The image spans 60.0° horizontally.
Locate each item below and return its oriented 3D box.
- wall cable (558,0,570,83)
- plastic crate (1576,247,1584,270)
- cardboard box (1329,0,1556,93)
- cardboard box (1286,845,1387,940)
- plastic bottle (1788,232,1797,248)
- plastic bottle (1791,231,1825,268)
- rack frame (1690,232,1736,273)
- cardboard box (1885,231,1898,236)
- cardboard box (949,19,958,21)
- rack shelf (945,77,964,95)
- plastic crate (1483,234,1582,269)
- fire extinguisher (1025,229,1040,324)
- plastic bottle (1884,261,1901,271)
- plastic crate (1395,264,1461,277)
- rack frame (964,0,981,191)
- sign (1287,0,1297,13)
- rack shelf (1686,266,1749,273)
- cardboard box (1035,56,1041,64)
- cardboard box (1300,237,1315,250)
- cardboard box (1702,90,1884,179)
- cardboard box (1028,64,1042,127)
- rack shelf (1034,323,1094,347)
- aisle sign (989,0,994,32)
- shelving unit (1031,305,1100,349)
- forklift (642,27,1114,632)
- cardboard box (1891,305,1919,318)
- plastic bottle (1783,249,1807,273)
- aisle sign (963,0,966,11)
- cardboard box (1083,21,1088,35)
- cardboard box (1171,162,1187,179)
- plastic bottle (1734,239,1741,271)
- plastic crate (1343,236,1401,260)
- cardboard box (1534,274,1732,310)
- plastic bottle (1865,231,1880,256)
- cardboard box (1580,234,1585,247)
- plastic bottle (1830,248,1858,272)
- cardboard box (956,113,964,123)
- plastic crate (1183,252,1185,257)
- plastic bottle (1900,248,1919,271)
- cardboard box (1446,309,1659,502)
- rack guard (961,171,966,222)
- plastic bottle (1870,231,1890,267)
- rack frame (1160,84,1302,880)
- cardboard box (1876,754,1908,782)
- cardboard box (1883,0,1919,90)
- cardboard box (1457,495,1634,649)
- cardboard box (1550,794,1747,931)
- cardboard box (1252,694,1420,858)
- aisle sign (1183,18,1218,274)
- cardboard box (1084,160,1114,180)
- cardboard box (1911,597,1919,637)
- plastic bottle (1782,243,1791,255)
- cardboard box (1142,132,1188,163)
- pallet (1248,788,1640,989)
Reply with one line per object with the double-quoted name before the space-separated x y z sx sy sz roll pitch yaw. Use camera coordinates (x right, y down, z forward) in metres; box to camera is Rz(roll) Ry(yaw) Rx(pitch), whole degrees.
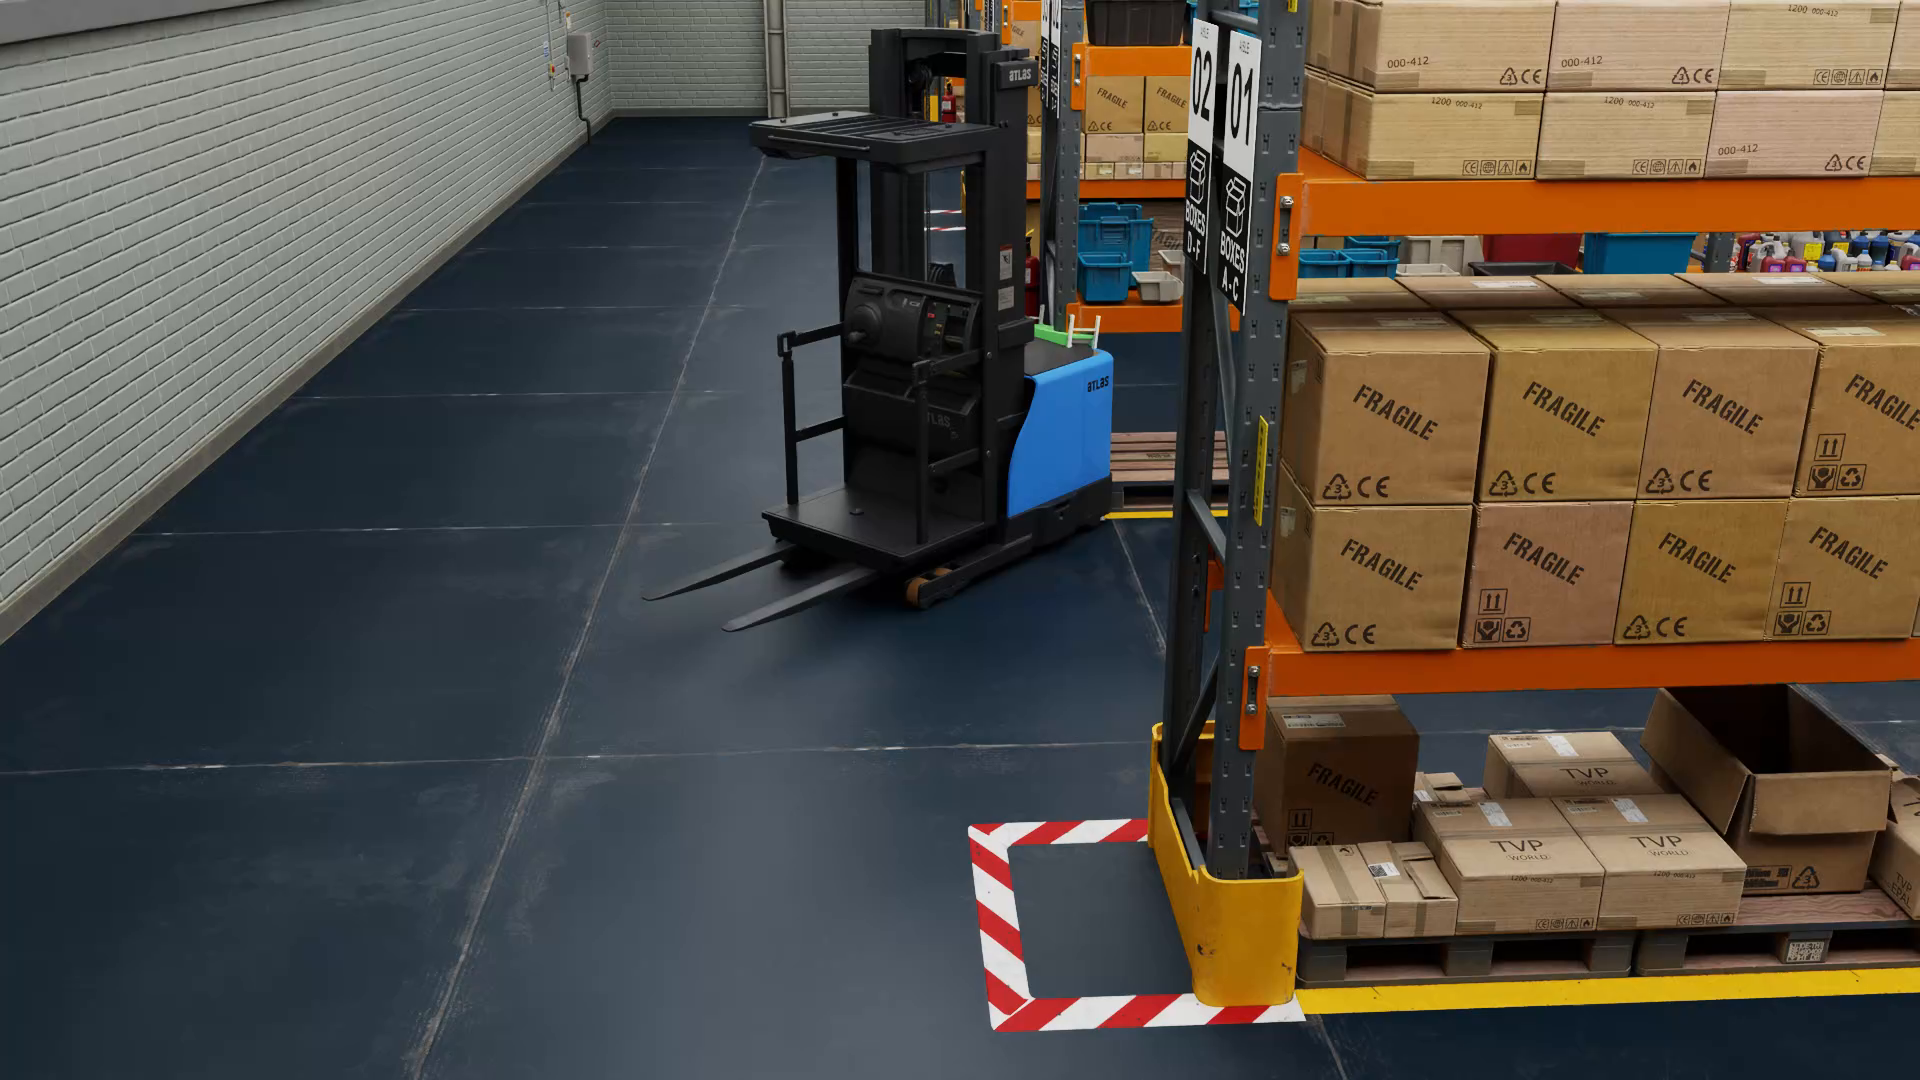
"wall cable" -5.961 -7.894 25.055 0.122 1.984 0.588 -1 21 -3
"plastic crate" 4.129 -1.786 10.726 0.243 0.136 0.396 -1 21 -3
"cardboard box" 1.415 -1.482 4.935 0.500 0.250 0.500 -1 21 -3
"cardboard box" 1.325 1.241 5.877 0.250 0.149 0.380 -1 21 -3
"plastic bottle" 5.500 -1.952 10.945 0.185 0.351 0.144 -1 21 -3
"plastic bottle" 5.509 -1.901 10.810 0.185 0.351 0.144 -1 21 -3
"rack frame" 4.601 -1.840 10.582 0.127 3.000 1.000 -1 21 -3
"cardboard box" 8.980 -2.739 15.837 0.500 0.500 0.700 -2 21 -6
"cardboard box" -0.084 -8.974 29.113 0.500 0.250 0.500 -1 21 -1
"rack shelf" 1.756 -6.743 24.471 4.000 0.370 1.077 -1 21 -3
"plastic crate" 3.696 -1.969 10.746 0.583 0.464 0.402 -1 21 -3
"fire extinguisher" 0.431 -1.707 10.864 0.183 0.674 0.296 -1 21 -3
"plastic bottle" 5.762 -1.625 10.297 0.097 0.201 0.097 0 21 0
"plastic crate" 2.880 -1.603 10.244 0.466 0.136 0.293 -1 21 -3
"rack frame" 0.143 -5.282 19.623 0.127 3.000 1.000 -1 21 -3
"sign" 0.918 -1.617 4.551 0.005 0.325 0.100 -1 21 -3
"rack shelf" 6.598 -1.544 10.816 4.000 0.370 1.077 -1 21 -3
"cardboard box" 1.140 -5.399 19.370 0.500 0.500 0.500 -1 21 -3
"cardboard box" 2.757 -2.799 15.498 0.875 0.875 0.875 -1 21 -3
"cardboard box" 2.413 -1.267 5.072 0.500 0.250 0.500 -1 21 -3
"cardboard box" 0.797 -4.041 15.101 0.500 0.500 0.500 -1 21 -2
"rack shelf" 0.572 -1.220 10.145 0.258 0.148 0.480 -5 17 -41
"aisle sign" 0.270 -4.625 14.243 0.004 0.787 0.394 -1 21 -3
"shelving unit" 0.527 -0.817 10.239 0.258 1.200 0.503 -5 17 -41
"forklift" -0.407 -1.199 8.995 1.130 2.935 3.031 17 27 37
"cardboard box" 3.376 -0.471 5.439 0.500 0.500 0.500 -1 21 -3
"plastic bottle" 5.125 -1.644 10.231 0.133 0.283 0.061 -1 21 -3
"aisle sign" 0.053 -6.602 19.436 0.004 0.787 0.394 -1 21 -3
"cardboard box" 1.630 -5.865 19.190 0.500 0.500 0.500 -2 21 -4
"cardboard box" 1.982 -3.318 14.816 0.250 0.149 0.380 -1 21 -4
"plastic bottle" 5.091 -1.882 10.971 0.097 0.201 0.097 0 21 0
"plastic crate" 2.644 -1.841 10.736 0.300 0.233 0.416 -1 21 -3
"cardboard box" 2.337 -0.643 5.891 0.500 0.500 0.500 -1 21 -2
"plastic bottle" 5.979 -1.925 10.980 0.135 0.276 0.152 -1 21 -3
"cardboard box" 5.848 -2.841 15.607 0.875 0.875 1.225 -2 21 -5
"plastic bottle" 5.451 -1.664 10.292 0.135 0.276 0.152 -1 21 -3
"cardboard box" 0.413 -6.086 24.745 0.875 0.438 0.875 -2 21 -5
"plastic crate" 1.530 -1.610 10.128 0.300 0.233 0.416 -1 21 -3
"plastic bottle" 5.878 -1.659 10.271 0.133 0.283 0.061 -1 21 -3
"cardboard box" 1.866 -0.442 5.363 0.500 0.500 0.500 -1 21 -2
"rack guard" 0.219 -4.116 20.071 0.348 0.500 1.175 -1 21 -3
"plastic bottle" 6.005 -1.879 10.865 0.097 0.271 0.097 0 21 0
"rack frame" 0.887 0.001 5.746 0.127 3.000 1.000 -1 21 -3
"cardboard box" 3.586 0.991 6.510 0.250 0.166 0.380 -1 21 -3
"cardboard box" 2.912 -1.511 5.010 0.500 0.250 0.500 -1 21 -3
"cardboard box" 1.860 0.026 5.539 0.500 0.500 0.500 -1 21 -4
"cardboard box" 2.444 1.150 5.975 0.500 0.250 0.500 -1 21 -3
"cardboard box" 1.416 0.865 6.372 0.500 0.500 0.500 -1 21 -3
"aisle sign" 0.801 -1.321 5.566 0.004 0.787 0.394 -1 21 -3
"cardboard box" 1.210 -3.302 14.774 0.250 0.149 0.380 -2 21 -4
"cardboard box" 3.369 -0.004 5.617 0.500 0.500 0.500 -1 21 -2
"plastic bottle" 5.367 -1.834 10.844 0.097 0.201 0.097 0 21 0
"cardboard box" 1.840 -3.523 14.794 0.500 0.250 0.500 -2 21 -5
"pallet" 1.759 1.286 6.290 1.213 0.211 1.003 -1 21 -3
